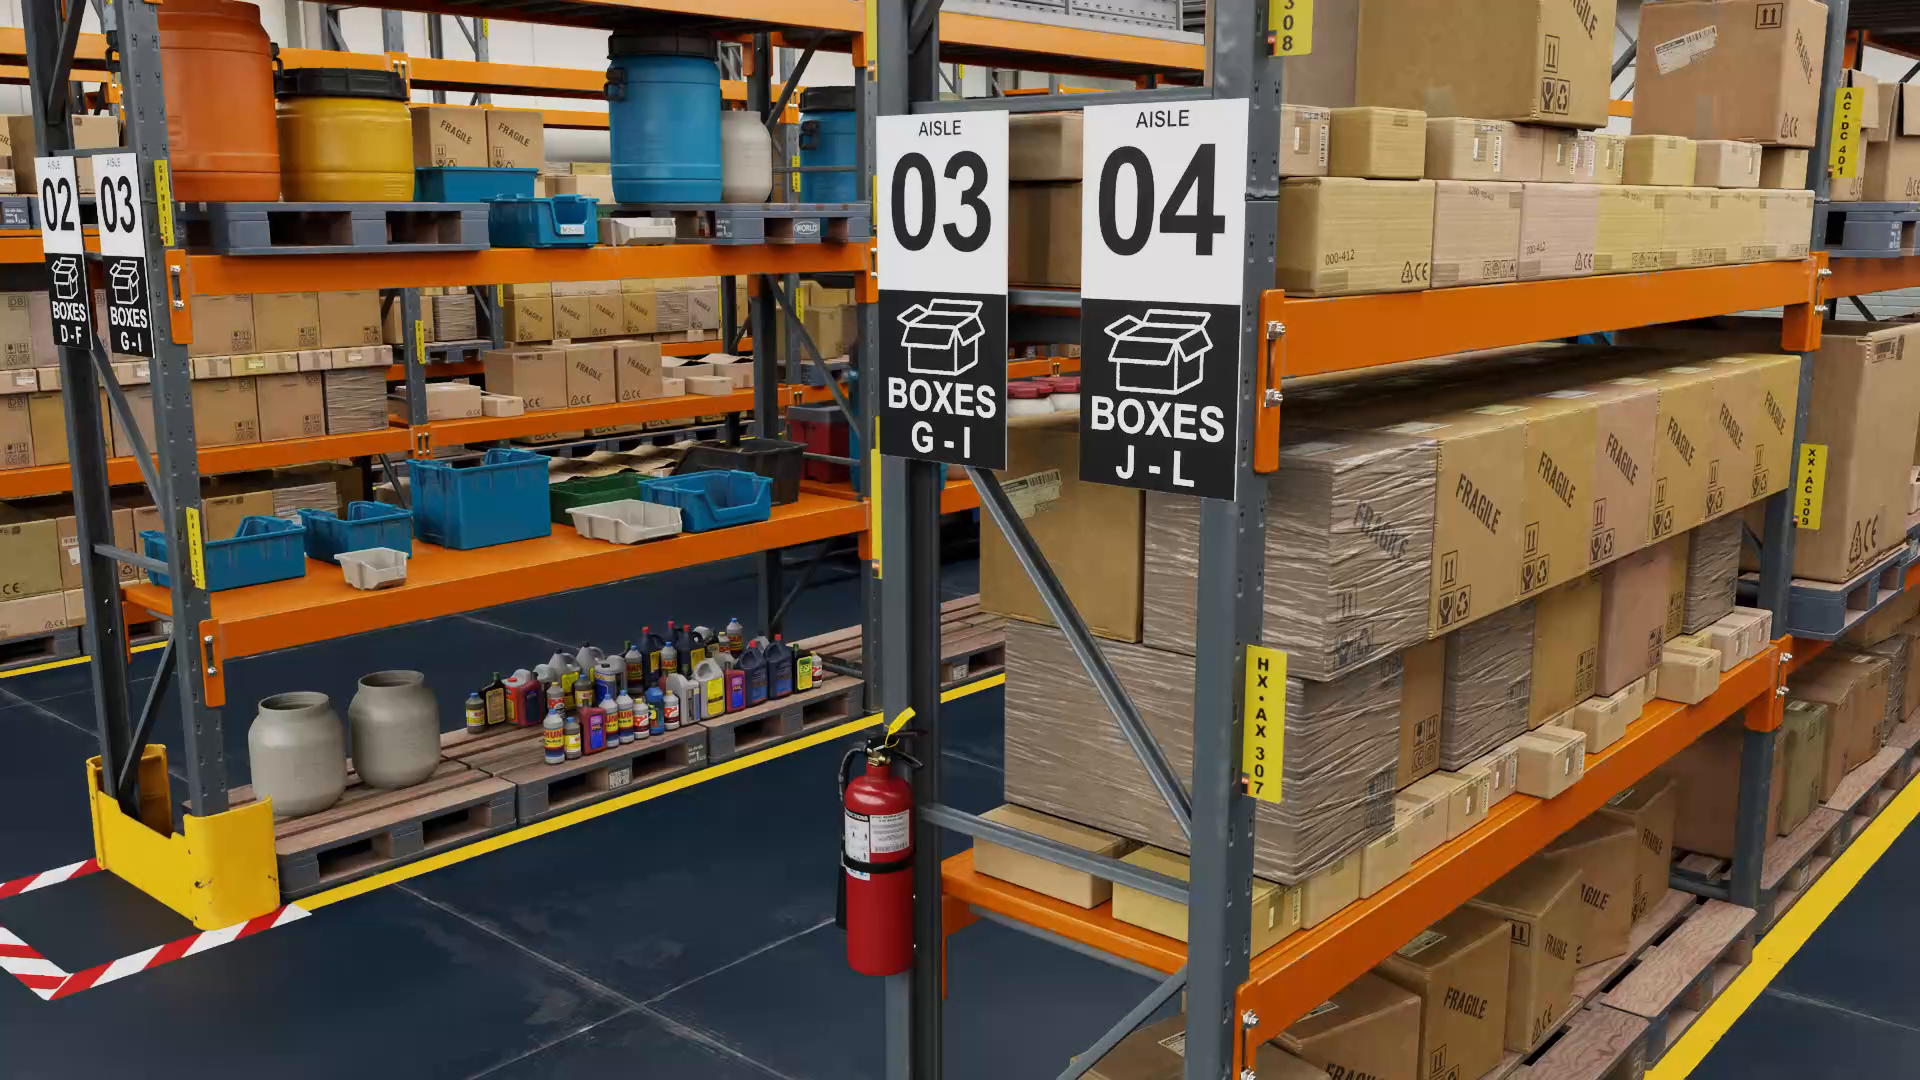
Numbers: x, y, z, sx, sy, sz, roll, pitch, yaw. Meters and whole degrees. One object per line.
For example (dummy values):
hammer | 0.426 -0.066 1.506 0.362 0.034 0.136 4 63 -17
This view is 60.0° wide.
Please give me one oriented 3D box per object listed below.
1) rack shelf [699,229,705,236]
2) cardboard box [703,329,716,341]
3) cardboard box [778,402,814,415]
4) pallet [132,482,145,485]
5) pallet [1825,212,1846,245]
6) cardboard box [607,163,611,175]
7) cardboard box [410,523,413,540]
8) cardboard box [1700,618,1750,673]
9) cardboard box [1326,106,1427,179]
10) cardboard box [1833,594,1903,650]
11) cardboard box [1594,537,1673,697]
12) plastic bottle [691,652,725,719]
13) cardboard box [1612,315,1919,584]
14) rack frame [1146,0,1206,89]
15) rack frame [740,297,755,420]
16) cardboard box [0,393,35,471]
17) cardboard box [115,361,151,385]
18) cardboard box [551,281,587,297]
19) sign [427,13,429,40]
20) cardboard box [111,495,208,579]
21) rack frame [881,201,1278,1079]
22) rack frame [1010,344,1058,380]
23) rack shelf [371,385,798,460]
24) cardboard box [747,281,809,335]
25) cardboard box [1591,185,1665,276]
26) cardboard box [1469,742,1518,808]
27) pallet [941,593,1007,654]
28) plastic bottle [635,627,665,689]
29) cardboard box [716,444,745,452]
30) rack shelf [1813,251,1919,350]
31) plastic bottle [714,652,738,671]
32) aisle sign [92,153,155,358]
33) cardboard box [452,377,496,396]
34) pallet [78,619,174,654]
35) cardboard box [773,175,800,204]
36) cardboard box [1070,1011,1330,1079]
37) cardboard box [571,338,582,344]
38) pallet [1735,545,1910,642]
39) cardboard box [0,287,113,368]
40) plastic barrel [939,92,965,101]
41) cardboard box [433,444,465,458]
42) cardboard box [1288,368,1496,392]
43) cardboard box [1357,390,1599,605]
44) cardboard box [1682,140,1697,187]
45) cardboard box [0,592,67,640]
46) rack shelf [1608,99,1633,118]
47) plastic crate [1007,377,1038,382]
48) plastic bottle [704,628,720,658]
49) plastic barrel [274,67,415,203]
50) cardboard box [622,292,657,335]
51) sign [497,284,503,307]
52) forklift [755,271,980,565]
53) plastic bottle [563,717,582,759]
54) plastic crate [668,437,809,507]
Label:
rack shelf | -3.256 -2.545 14.510 1.077 0.370 4.000 10 15 40
cardboard box | -3.383 -2.677 21.585 0.380 0.149 0.250 10 15 42
cardboard box | -2.448 -2.026 23.045 0.700 0.500 0.500 10 15 41
pallet | -7.787 -0.519 17.312 1.003 0.211 1.213 10 15 40
pallet | 4.032 -1.460 7.721 1.213 0.211 1.003 10 15 40
cardboard box | -4.380 -4.414 20.654 0.700 0.500 0.500 10 15 40
cardboard box | -4.520 -0.088 13.981 0.500 0.250 0.500 10 15 40
cardboard box | 2.769 0.378 6.343 0.380 0.149 0.250 10 15 40
cardboard box | 0.821 -0.892 3.762 0.380 0.149 0.250 10 15 42
cardboard box | 4.741 0.385 9.009 0.500 0.250 0.500 -10 15 -41
cardboard box | 1.908 0.168 5.735 0.875 0.500 0.500 10 15 40
plastic bottle | -1.406 0.800 9.227 0.144 0.351 0.185 10 15 40
cardboard box | 3.492 -0.450 7.240 1.000 1.000 1.000 10 15 41
rack frame | 1.783 -4.022 12.410 1.000 3.000 0.127 10 15 40
rack frame | -3.019 -2.949 22.357 1.000 3.000 0.127 10 15 40
cardboard box | -6.556 -0.738 11.029 0.700 0.500 0.500 10 15 42
cardboard box | -5.781 -1.167 11.522 0.380 0.149 0.250 10 15 41
cardboard box | -4.812 -3.046 19.860 0.500 0.250 0.500 9 15 40
sign | -6.079 -5.909 19.073 0.100 0.325 0.005 10 15 40
cardboard box | -5.703 -0.039 11.823 0.500 0.500 0.500 10 15 40
rack frame | 0.222 0.738 3.898 1.000 3.000 0.127 10 15 40
rack frame | 0.705 -2.309 19.153 1.000 3.000 0.127 10 15 40
rack shelf | -3.256 -1.074 14.804 1.077 0.370 4.000 10 15 40
cardboard box | -2.649 -3.174 22.717 0.980 0.700 0.700 10 15 41
cardboard box | 1.740 -0.924 4.940 0.500 0.250 0.500 10 15 42
cardboard box | 1.410 0.665 4.904 0.380 0.149 0.250 10 15 40
pallet | 0.437 0.575 11.831 1.003 0.211 1.213 10 15 40
plastic bottle | -1.827 0.685 9.802 0.144 0.351 0.185 9 14 38
cardboard box | -2.097 -0.744 15.835 0.500 0.311 0.500 10 15 42
rack shelf | 4.183 -1.263 8.095 1.077 0.370 4.000 10 15 40
plastic bottle | -1.321 0.773 9.550 0.152 0.276 0.135 10 15 40
aisle sign | -3.326 -1.129 6.607 0.394 0.787 0.004 10 15 40
cardboard box | -4.134 -1.219 14.040 0.396 0.266 0.258 9 15 39
pallet | -5.938 0.527 12.072 1.003 0.211 1.213 10 15 40
cardboard box | -1.673 -3.309 16.246 0.910 0.500 0.500 10 15 40
cardboard box | 0.647 1.668 4.551 0.500 0.500 0.500 -9 14 -37
cardboard box | -4.783 -2.383 20.112 0.380 0.149 0.250 10 15 40
pallet | 3.476 0.150 7.332 1.003 0.211 1.213 10 15 40
cardboard box | -6.189 -1.456 11.314 0.700 0.500 0.500 10 15 41
plastic barrel | -0.254 -2.407 10.705 0.600 0.901 0.600 0 11 0
cardboard box | -6.095 -1.238 19.048 0.700 0.500 0.500 10 15 41
cardboard box | 1.394 -0.280 5.428 0.500 0.500 0.500 10 15 40
cardboard box | 1.454 -0.140 4.723 0.500 0.500 0.500 10 15 40
cardboard box | 2.131 -1.211 5.359 0.380 0.149 0.250 11 15 42
cardboard box | -6.368 0.475 11.164 0.500 0.250 0.500 10 15 40
rack shelf | 5.743 -4.355 16.939 1.077 0.370 4.000 10 15 40
plastic crate | 0.486 -0.913 11.999 0.402 0.464 0.583 10 15 40
plastic bottle | -1.510 0.680 9.999 0.061 0.283 0.133 10 15 40
plastic barrel | -2.841 -1.856 7.673 0.600 0.588 0.600 0 11 0
cardboard box | -4.127 -2.830 20.695 0.500 0.500 0.500 10 15 42
sign | -5.245 -2.821 18.961 0.100 0.325 0.005 10 15 40
forklift | -0.563 -1.291 14.228 1.130 2.935 3.031 10 15 42
plastic bottle | -1.999 1.012 8.546 0.097 0.201 0.097 0 11 0
plastic crate | -1.299 -0.400 9.754 0.767 0.338 0.504 10 15 40
